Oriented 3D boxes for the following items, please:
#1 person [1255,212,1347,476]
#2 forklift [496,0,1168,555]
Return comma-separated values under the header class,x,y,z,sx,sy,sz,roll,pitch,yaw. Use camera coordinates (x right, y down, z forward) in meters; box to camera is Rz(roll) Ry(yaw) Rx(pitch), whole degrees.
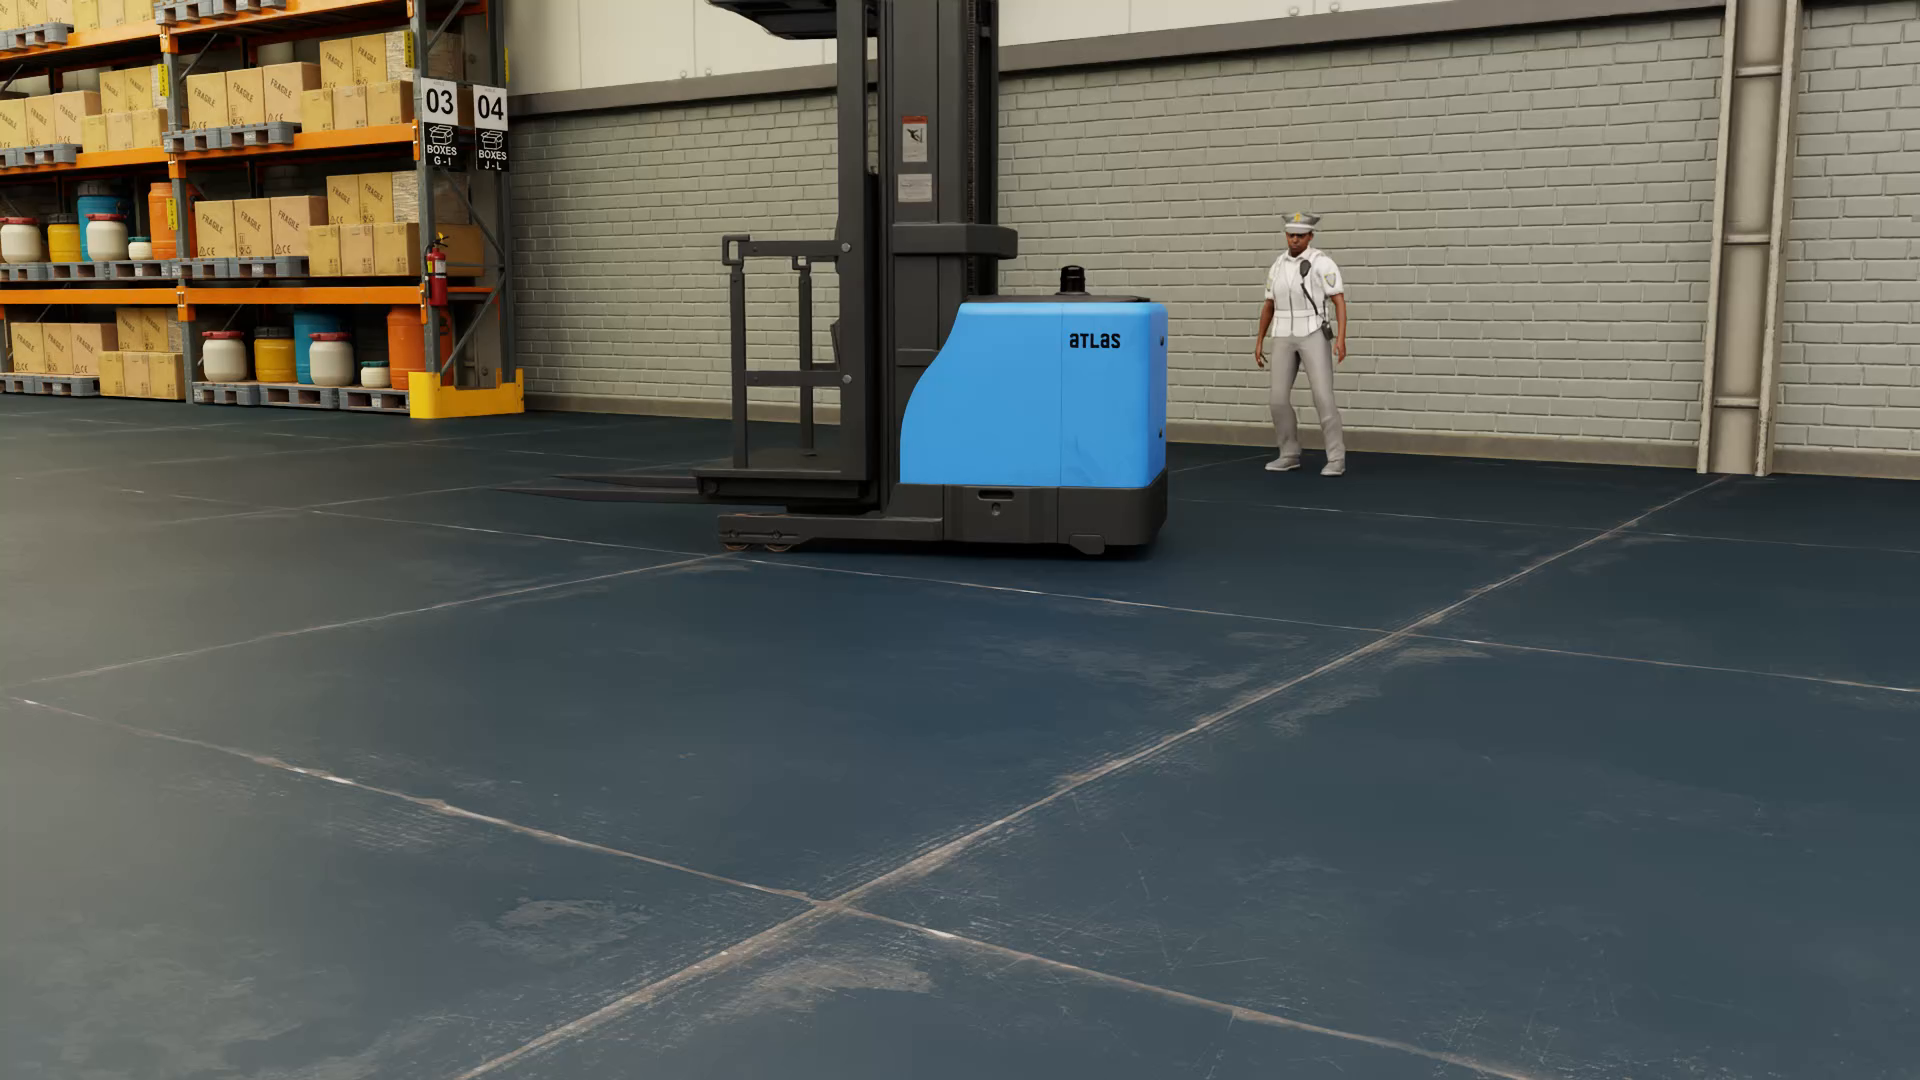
class,x,y,z,sx,sy,sz,roll,pitch,yaw
person,2.175,-1.249,10.576,0.678,1.640,0.398,6,10,37
forklift,-0.596,-1.469,7.520,3.031,2.935,1.130,2,8,12
